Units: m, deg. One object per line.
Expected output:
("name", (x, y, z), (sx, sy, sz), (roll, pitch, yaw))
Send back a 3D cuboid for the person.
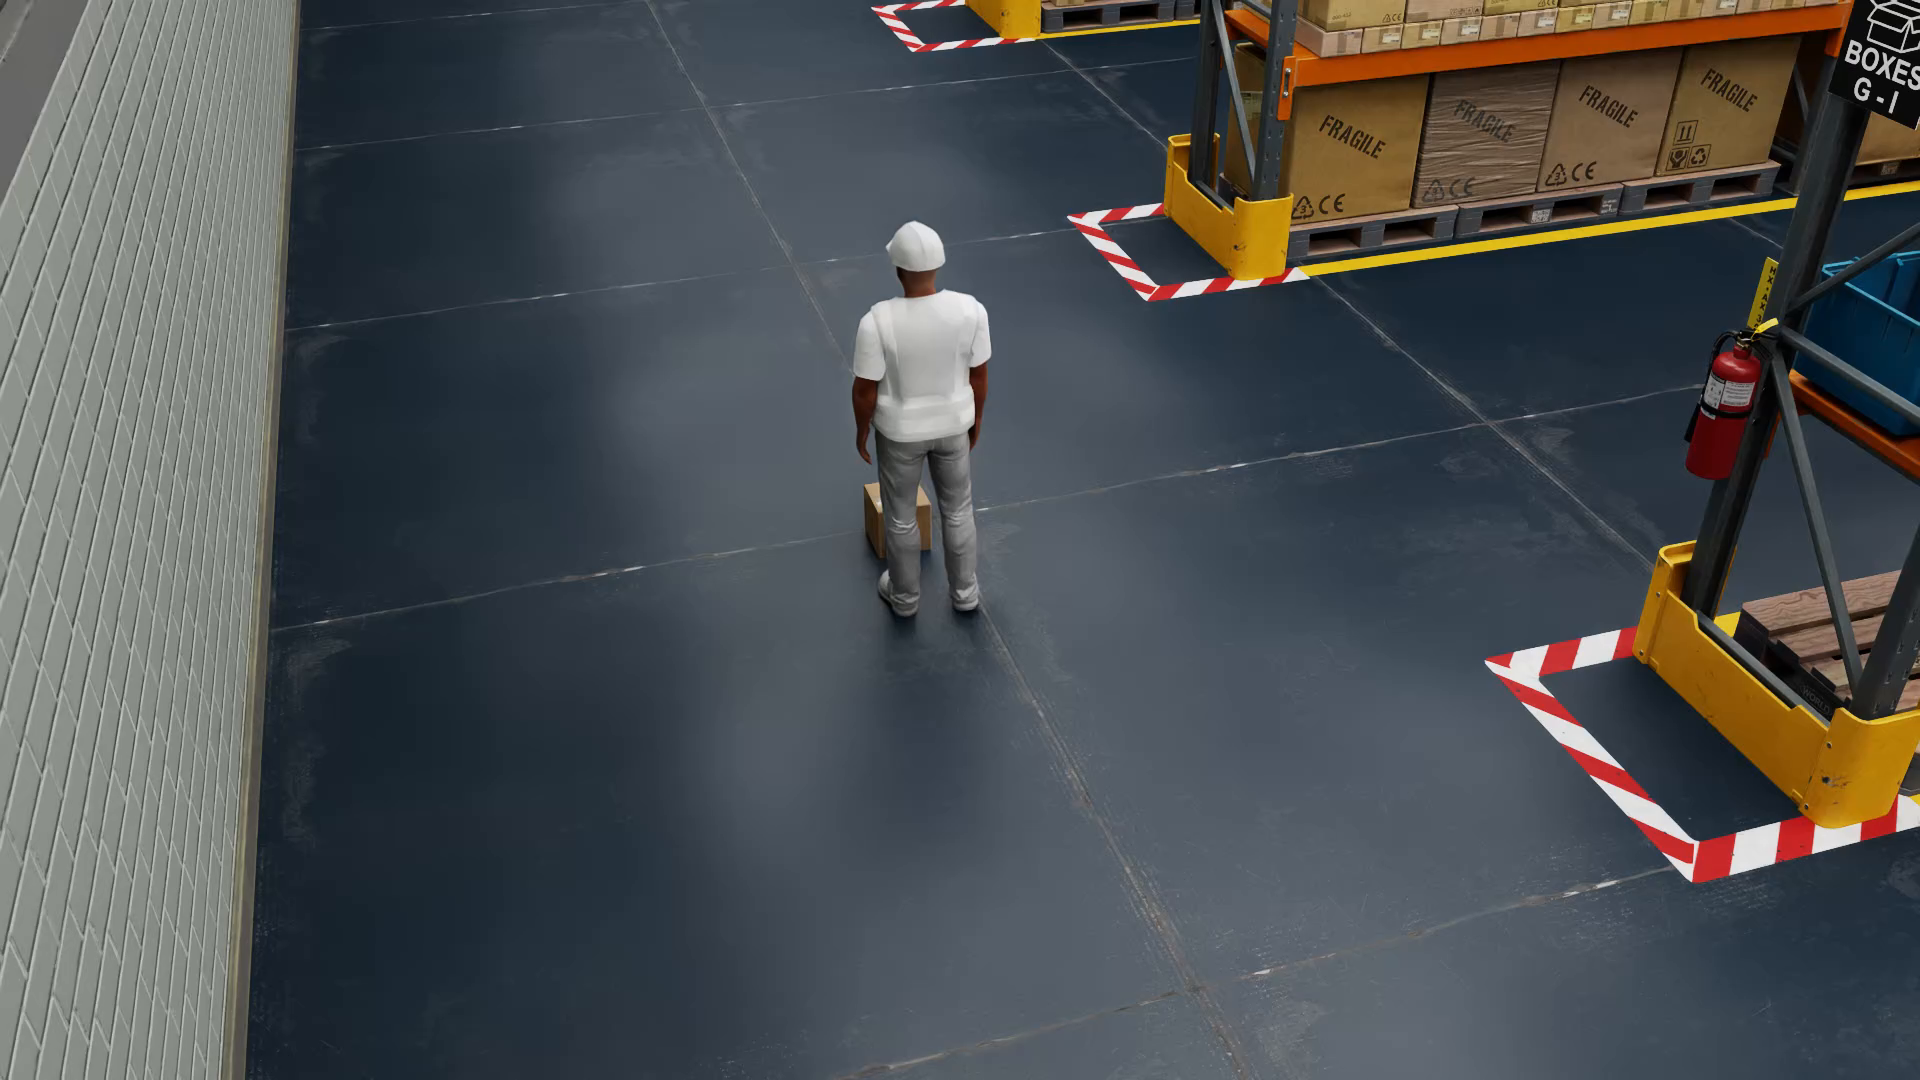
("person", (-0.166, -0.464, 6.844), (0.566, 1.796, 0.368), (-9, 35, -14))
